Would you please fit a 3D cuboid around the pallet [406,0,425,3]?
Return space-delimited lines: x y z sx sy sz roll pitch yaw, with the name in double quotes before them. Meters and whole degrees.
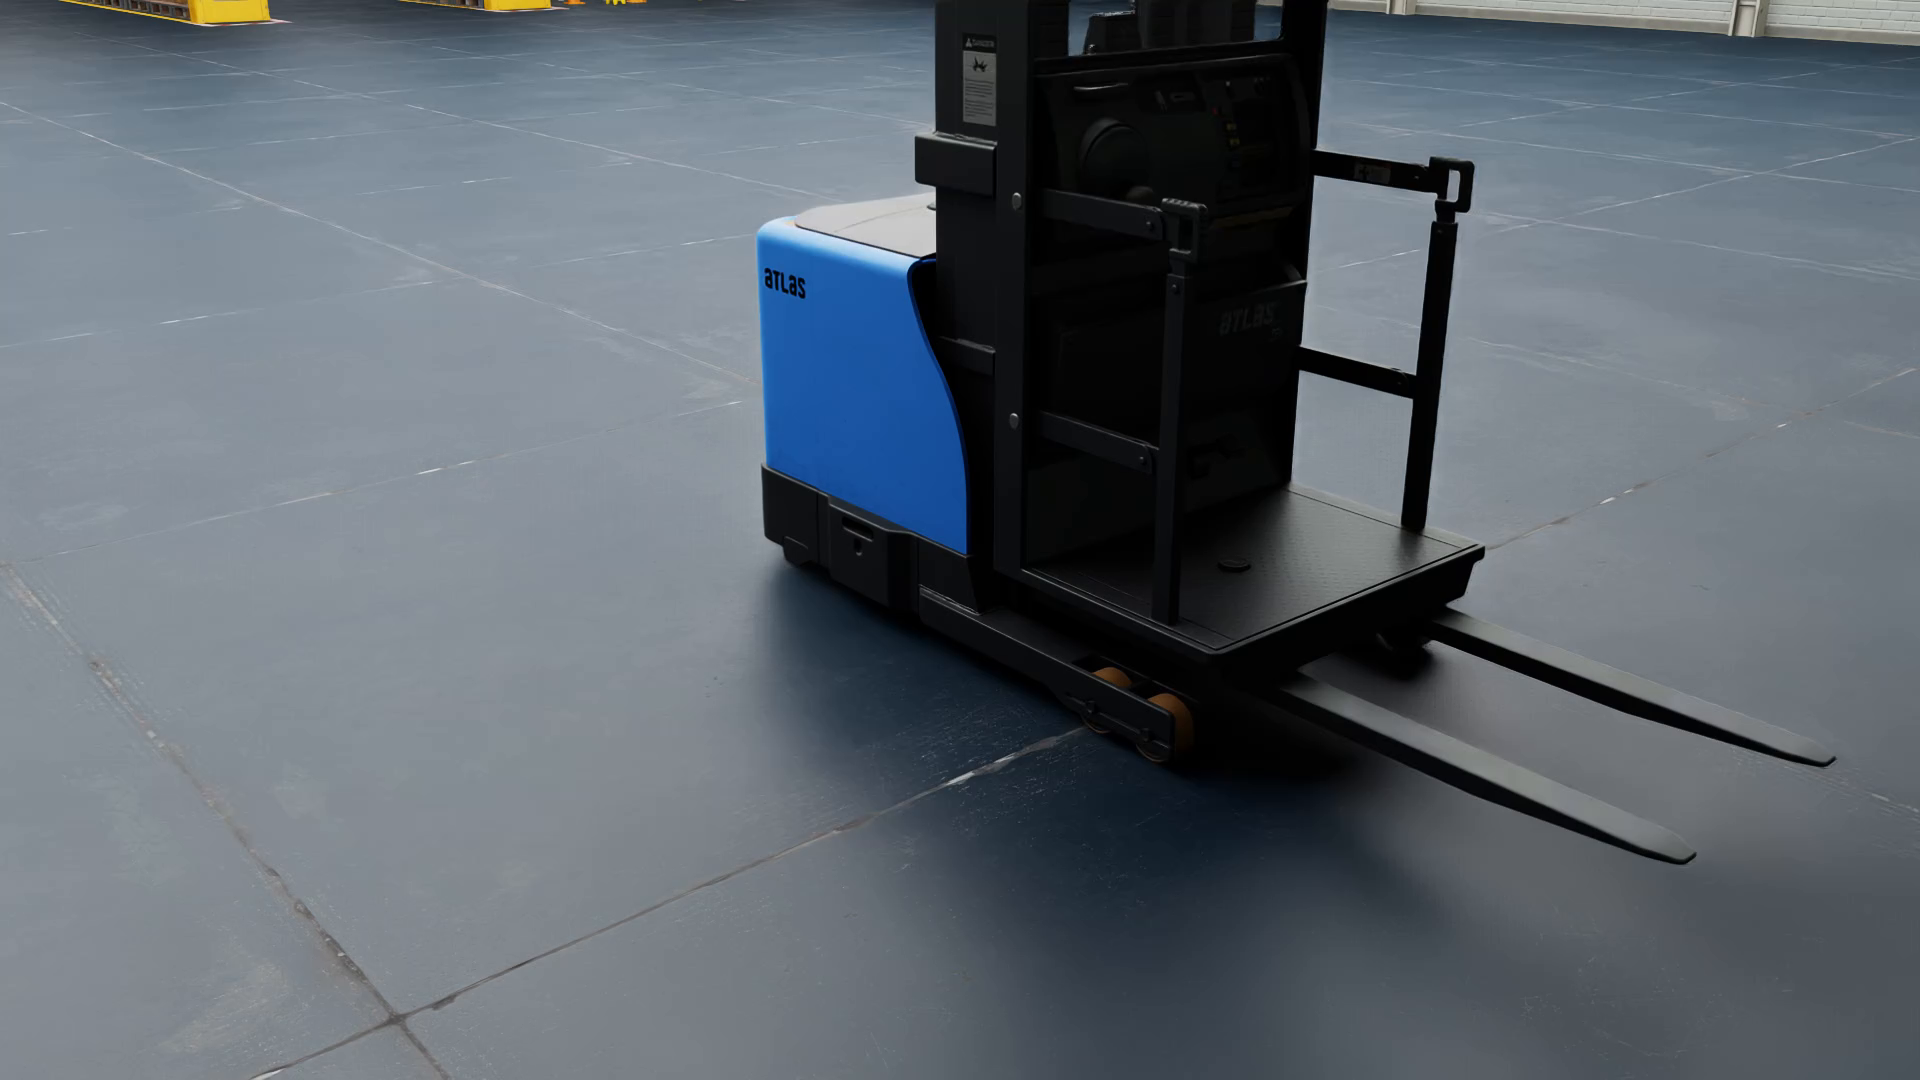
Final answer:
"pallet" -10.116 -10.516 32.045 1.003 0.211 1.213 -17 27 -37

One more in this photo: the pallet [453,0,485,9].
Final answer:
"pallet" -8.524 -9.842 30.324 1.003 0.211 1.213 -17 27 -37

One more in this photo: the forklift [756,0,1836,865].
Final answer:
"forklift" 0.701 -1.025 4.083 1.130 2.935 3.031 -17 27 -37

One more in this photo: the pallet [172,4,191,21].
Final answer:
"pallet" -12.319 -8.741 27.512 1.003 0.211 1.213 -17 27 -37

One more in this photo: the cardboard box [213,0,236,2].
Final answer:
"cardboard box" -12.161 -8.994 27.185 0.500 0.500 0.500 -12 24 -28

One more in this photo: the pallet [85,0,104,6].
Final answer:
"pallet" -15.687 -10.144 31.095 1.003 0.211 1.213 -17 27 -37

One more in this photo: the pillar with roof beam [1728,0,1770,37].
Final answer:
"pillar with roof beam" 8.216 -10.530 20.029 9.100 9.000 0.400 -17 27 -37

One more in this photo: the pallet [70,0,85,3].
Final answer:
"pallet" -16.479 -10.481 31.955 1.003 0.211 1.213 -17 27 -37

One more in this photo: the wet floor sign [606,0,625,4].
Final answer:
"wet floor sign" -6.424 -10.306 30.911 0.232 0.644 0.267 17 27 36

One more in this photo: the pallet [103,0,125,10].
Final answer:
"pallet" -14.886 -9.807 30.234 1.003 0.211 1.213 -17 27 -37

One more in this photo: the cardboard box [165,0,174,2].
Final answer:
"cardboard box" -13.302 -9.493 28.460 0.500 0.500 0.500 19 29 40

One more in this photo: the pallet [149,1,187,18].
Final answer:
"pallet" -13.111 -9.078 28.372 1.003 0.211 1.213 -17 27 -37

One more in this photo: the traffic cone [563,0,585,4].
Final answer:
"traffic cone" -7.213 -10.242 30.999 0.336 0.463 0.334 -17 27 -37

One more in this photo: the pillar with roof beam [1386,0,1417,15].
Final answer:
"pillar with roof beam" 4.299 -12.187 24.261 9.100 9.000 0.400 -17 27 -37

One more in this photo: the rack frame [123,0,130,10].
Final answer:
"rack frame" -14.377 -10.891 29.177 1.000 3.000 0.127 -17 27 -37

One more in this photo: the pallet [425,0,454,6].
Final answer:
"pallet" -9.316 -10.179 31.184 1.003 0.211 1.213 -17 27 -37

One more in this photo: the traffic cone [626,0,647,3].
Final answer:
"traffic cone" -6.135 -10.417 31.446 0.336 0.463 0.334 -17 27 -37

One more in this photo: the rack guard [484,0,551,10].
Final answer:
"rack guard" -7.927 -9.768 29.737 1.175 0.500 0.348 -17 27 -37

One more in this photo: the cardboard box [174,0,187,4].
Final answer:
"cardboard box" -12.971 -9.328 28.039 0.500 0.500 0.500 -14 26 -33

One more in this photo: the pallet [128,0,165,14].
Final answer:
"pallet" -13.912 -9.415 29.233 1.003 0.211 1.213 -17 27 -37

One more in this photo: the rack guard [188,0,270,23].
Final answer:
"rack guard" -11.816 -8.643 26.865 1.175 0.500 0.348 -17 27 -37
